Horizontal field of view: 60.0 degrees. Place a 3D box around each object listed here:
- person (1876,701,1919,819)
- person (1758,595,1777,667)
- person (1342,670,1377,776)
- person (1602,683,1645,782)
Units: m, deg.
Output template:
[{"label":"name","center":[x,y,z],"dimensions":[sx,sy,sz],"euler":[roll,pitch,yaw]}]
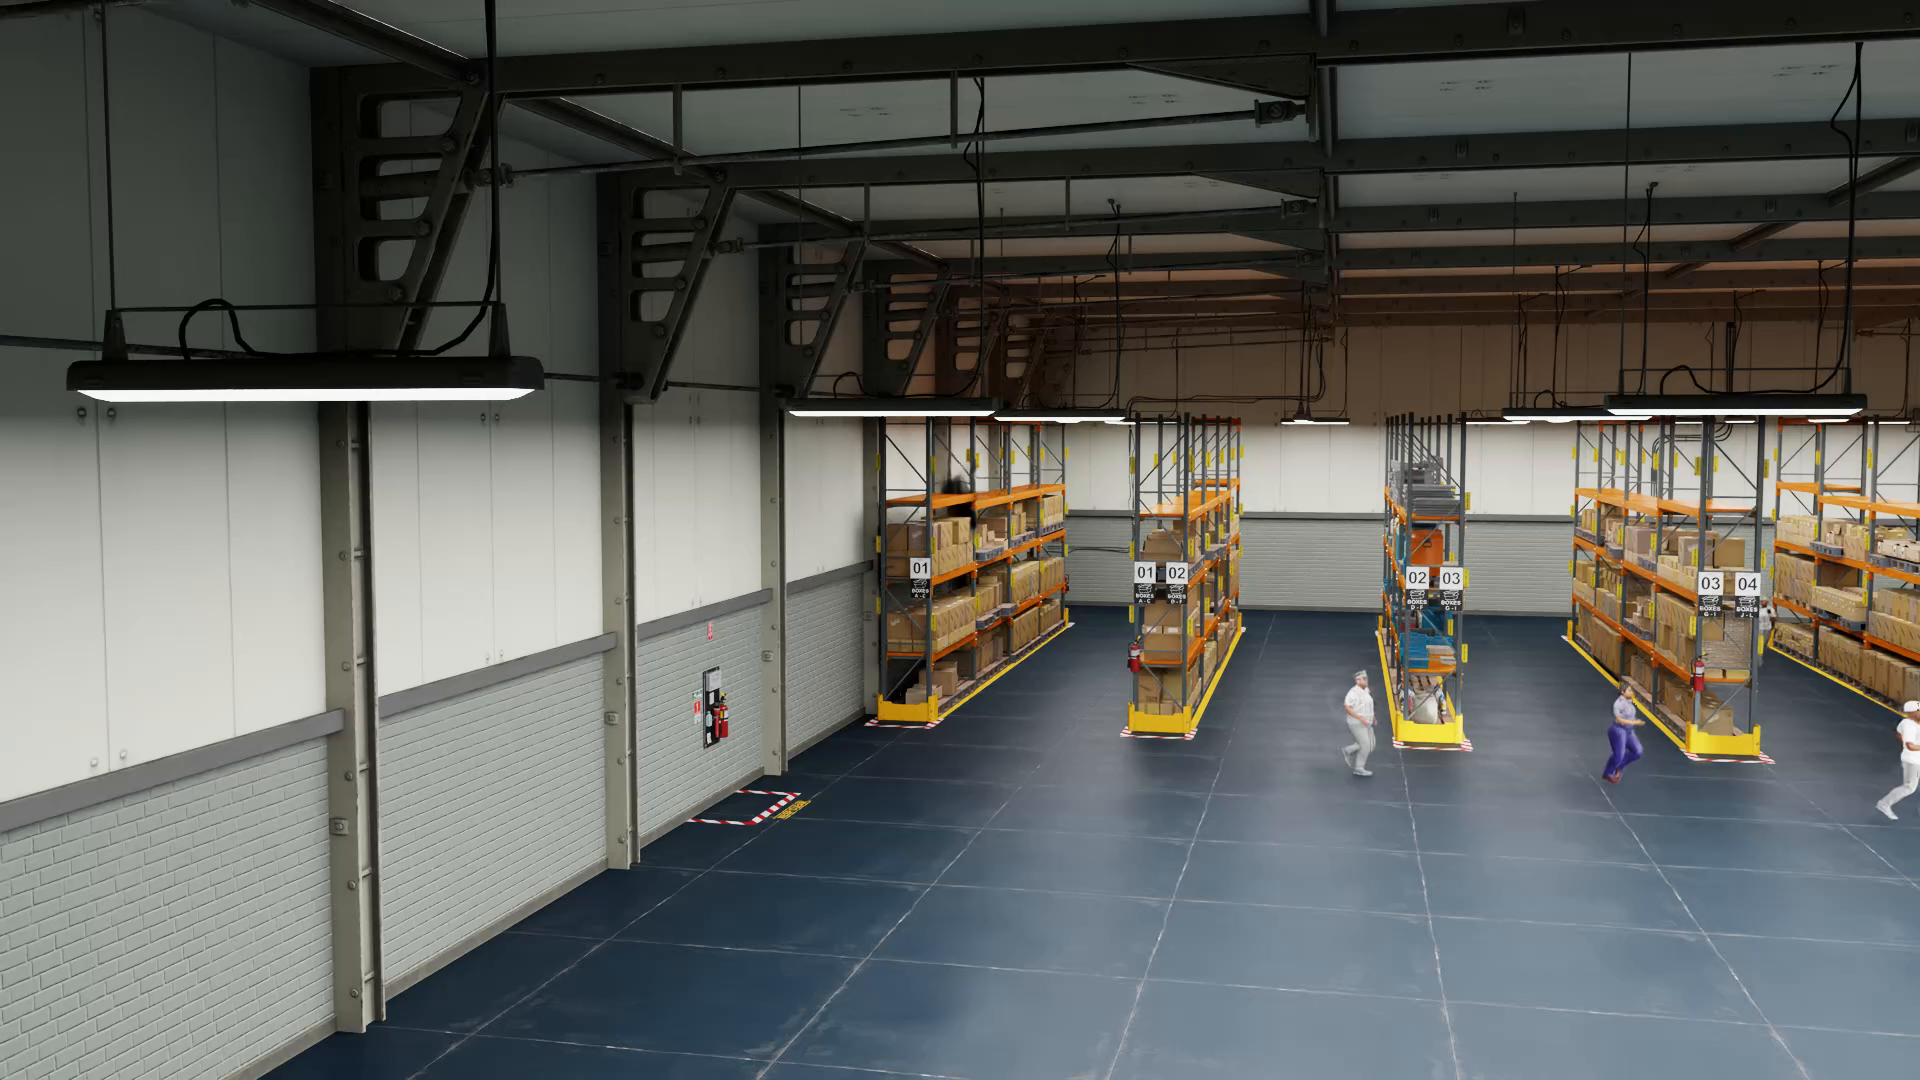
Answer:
[{"label":"person","center":[13.709,3.190,23.879],"dimensions":[0.917,1.765,0.701],"euler":[3,5,38]},{"label":"person","center":[19.334,2.198,39.972],"dimensions":[0.546,1.757,0.747],"euler":[1,4,14]},{"label":"person","center":[6.557,2.992,27.442],"dimensions":[0.631,1.728,0.710],"euler":[3,5,41]},{"label":"person","center":[10.666,3.102,26.687],"dimensions":[0.581,1.617,0.657],"euler":[-3,5,-42]}]
